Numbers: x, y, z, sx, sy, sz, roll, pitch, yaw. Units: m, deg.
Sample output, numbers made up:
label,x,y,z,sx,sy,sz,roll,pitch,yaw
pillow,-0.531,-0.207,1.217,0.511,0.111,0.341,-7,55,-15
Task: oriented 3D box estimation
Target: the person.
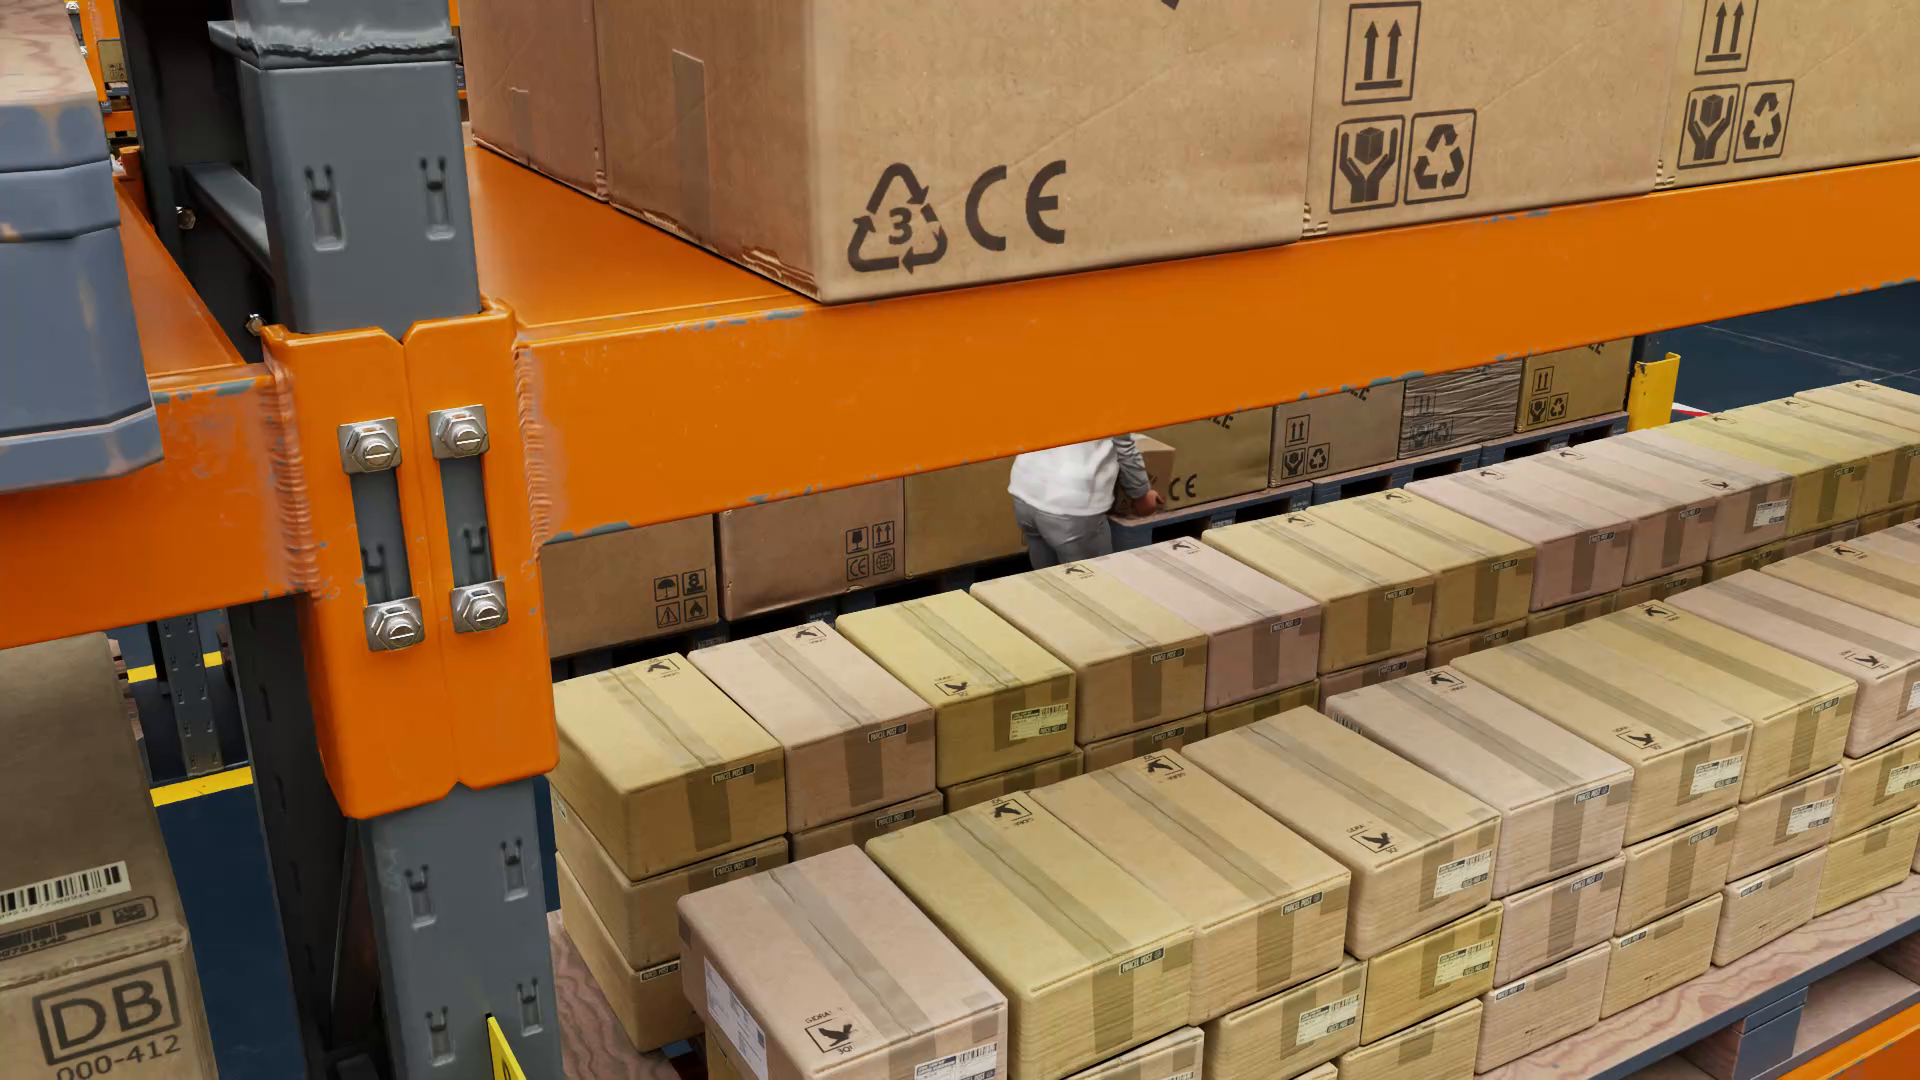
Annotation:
label,x,y,z,sx,sy,sz,roll,pitch,yaw
person,0.487,-0.163,6.478,0.568,1.768,0.462,-13,25,-29
